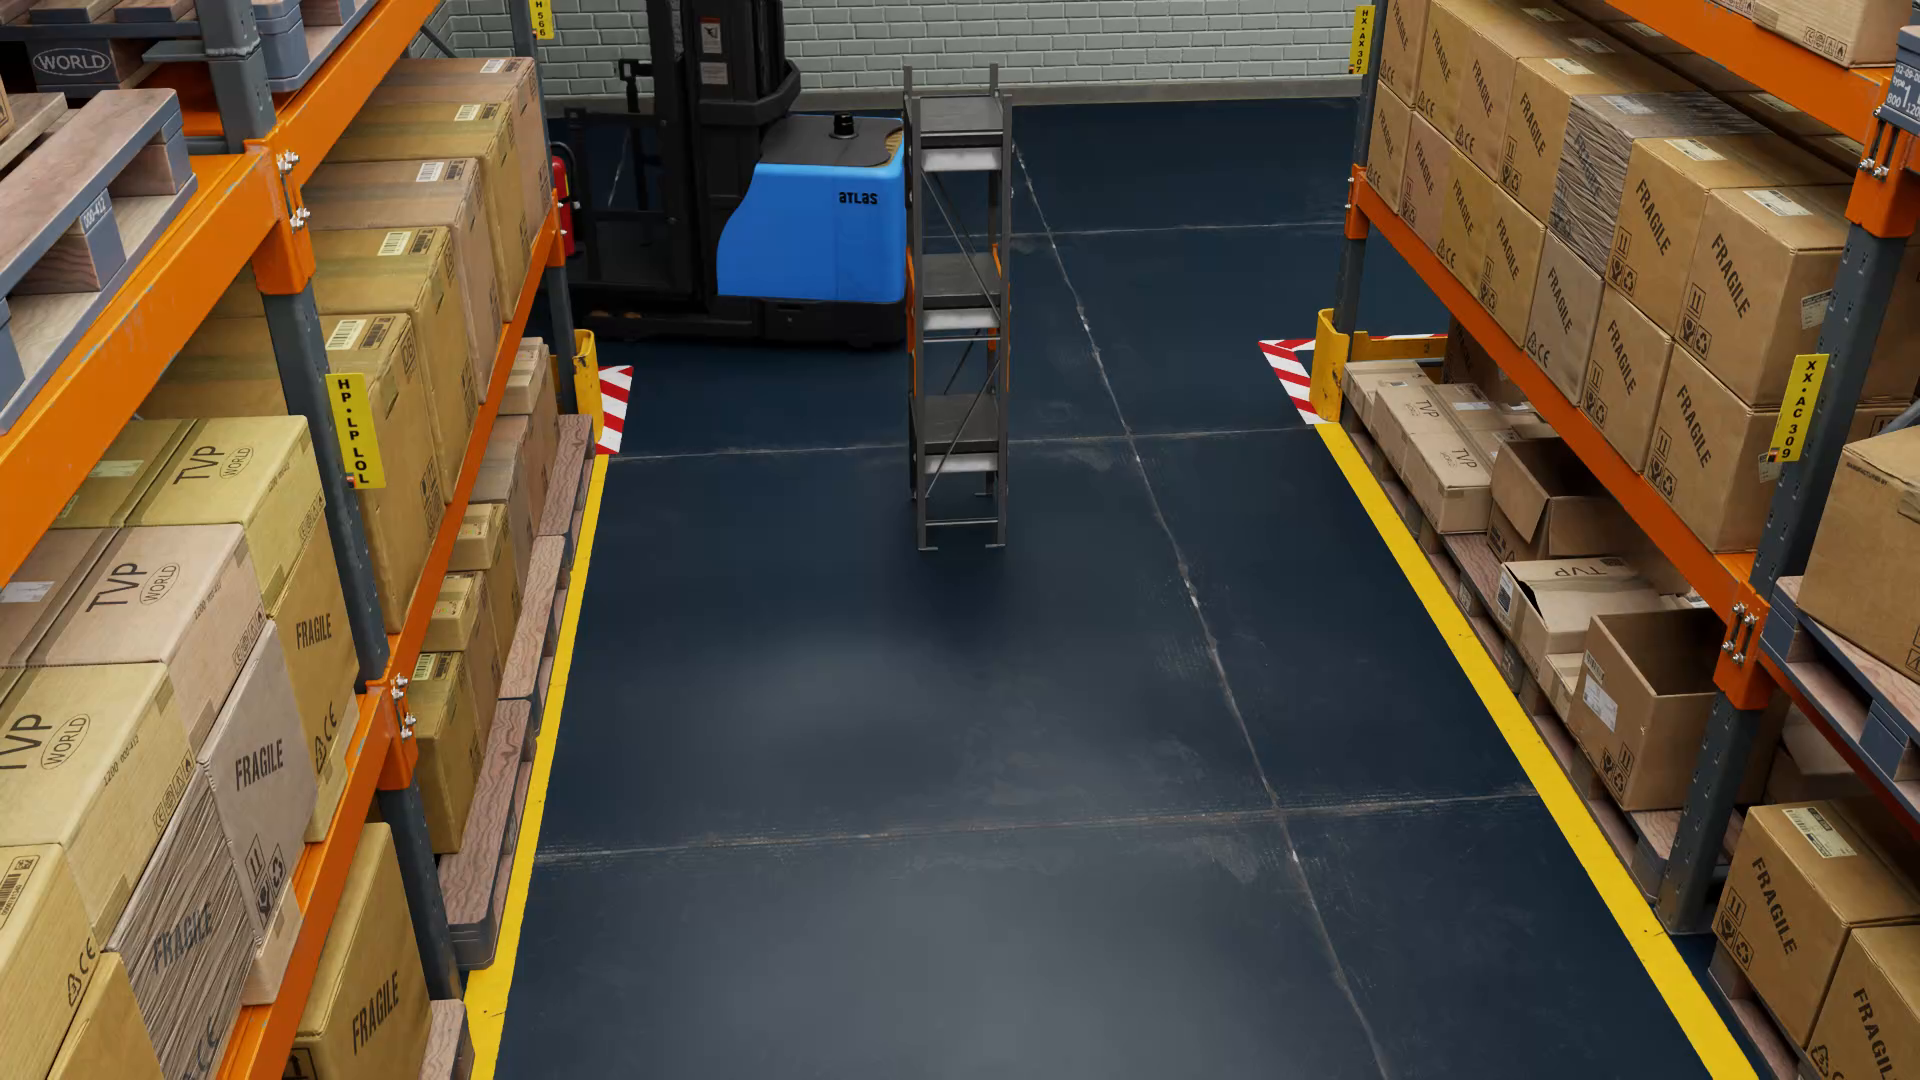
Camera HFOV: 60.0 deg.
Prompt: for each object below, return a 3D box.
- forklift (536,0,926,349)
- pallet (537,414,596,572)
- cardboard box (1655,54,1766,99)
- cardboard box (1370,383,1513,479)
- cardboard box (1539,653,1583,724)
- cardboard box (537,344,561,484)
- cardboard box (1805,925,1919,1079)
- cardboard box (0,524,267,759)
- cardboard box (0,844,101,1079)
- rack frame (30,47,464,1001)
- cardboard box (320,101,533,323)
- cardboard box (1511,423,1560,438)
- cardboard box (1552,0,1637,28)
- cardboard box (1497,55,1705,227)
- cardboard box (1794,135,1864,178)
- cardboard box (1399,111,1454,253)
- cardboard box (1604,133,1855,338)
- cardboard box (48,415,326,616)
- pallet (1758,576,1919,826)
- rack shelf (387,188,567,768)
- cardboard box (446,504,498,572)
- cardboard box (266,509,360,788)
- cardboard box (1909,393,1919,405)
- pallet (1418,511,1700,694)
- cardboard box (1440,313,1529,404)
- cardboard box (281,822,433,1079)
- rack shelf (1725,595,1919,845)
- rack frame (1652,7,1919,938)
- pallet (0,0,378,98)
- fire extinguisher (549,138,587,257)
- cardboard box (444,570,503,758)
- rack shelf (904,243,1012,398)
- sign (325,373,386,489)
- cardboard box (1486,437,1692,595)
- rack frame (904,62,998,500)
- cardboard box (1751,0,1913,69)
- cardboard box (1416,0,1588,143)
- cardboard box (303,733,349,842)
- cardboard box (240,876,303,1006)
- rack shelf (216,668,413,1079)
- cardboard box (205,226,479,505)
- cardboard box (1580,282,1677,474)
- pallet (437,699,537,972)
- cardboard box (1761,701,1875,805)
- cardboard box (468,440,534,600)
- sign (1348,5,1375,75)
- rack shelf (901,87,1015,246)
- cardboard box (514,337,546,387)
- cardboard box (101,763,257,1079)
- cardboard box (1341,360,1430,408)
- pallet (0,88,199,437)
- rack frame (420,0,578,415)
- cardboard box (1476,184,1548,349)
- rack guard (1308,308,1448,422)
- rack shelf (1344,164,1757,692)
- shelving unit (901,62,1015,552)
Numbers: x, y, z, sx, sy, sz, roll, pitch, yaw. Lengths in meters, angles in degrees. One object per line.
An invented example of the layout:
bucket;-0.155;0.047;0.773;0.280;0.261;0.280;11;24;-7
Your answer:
forklift;-1.766;-2.678;9.375;3.031;2.935;1.130;4;31;6
pallet;-2.301;-0.221;7.914;1.003;0.211;1.213;-3;31;-5
cardboard box;2.943;-1.535;6.323;0.500;0.500;0.500;-2;31;-3
cardboard box;2.293;-0.524;7.954;0.500;0.250;0.500;-3;31;-5
cardboard box;2.421;0.549;6.256;0.380;0.149;0.250;-3;31;-5
cardboard box;-2.288;-0.577;7.819;0.700;0.500;0.500;-3;31;-5
cardboard box;2.715;1.395;4.498;0.500;0.500;0.500;-2;31;-4
cardboard box;-1.743;0.206;3.341;0.500;0.250;0.500;-2;31;-4
cardboard box;-1.647;0.727;2.470;0.500;0.250;0.500;-3;31;-6
rack frame;-2.080;0.220;4.457;1.000;3.000;0.127;-3;31;-5
cardboard box;-2.317;-1.321;6.743;0.980;0.700;0.700;-3;31;-5
cardboard box;2.833;-0.318;7.610;0.500;0.250;0.500;-3;31;-5
cardboard box;2.842;-2.062;7.205;0.500;0.500;0.500;-2;31;-3
cardboard box;2.404;-1.513;6.286;0.500;0.500;0.500;-3;31;-5
cardboard box;3.039;-1.009;5.442;0.500;0.500;0.500;-4;31;-6
cardboard box;2.311;-1.602;7.410;0.500;0.500;0.500;-3;31;-5
cardboard box;2.496;-0.999;5.425;0.500;0.500;0.500;-3;31;-6
cardboard box;-1.781;-0.055;3.779;0.500;0.250;0.500;-2;31;-3
pallet;2.818;0.476;4.215;1.003;0.211;1.213;-3;31;-5
rack shelf;-2.267;-0.493;6.351;1.077;0.370;4.000;-3;31;-5
cardboard box;-1.947;-0.003;6.225;0.380;0.149;0.250;-4;31;-6
cardboard box;-1.786;0.264;3.976;0.500;0.500;0.500;-3;31;-5
cardboard box;3.076;-0.336;5.290;0.500;0.500;0.500;-2;31;-3
pallet;2.672;0.203;7.205;1.003;0.211;1.213;-3;31;-5
cardboard box;2.774;-0.912;8.360;0.500;0.500;0.500;-3;31;-5
cardboard box;-1.890;1.288;4.356;0.750;0.750;0.750;-2;31;-4
rack shelf;3.039;1.310;3.333;1.077;0.370;4.000;-3;31;-5
rack frame;2.852;-0.020;4.858;1.000;3.000;0.127;-3;31;-5
pallet;-2.146;-1.448;4.411;1.003;0.211;1.213;-3;31;-5
fire extinguisher;-2.008;-1.728;8.158;0.296;0.674;0.183;-3;31;-5
cardboard box;-2.091;0.469;6.068;0.700;0.500;0.500;-3;31;-5
rack shelf;-0.015;-0.974;7.360;0.431;0.518;0.480;-3;31;-5
sign;-1.540;-0.274;4.232;0.100;0.325;0.005;-3;31;-5
cardboard box;2.671;-0.096;6.991;0.797;0.503;0.637;-3;31;-5
rack frame;-0.038;-1.111;7.562;0.400;2.100;0.015;-3;31;-5
cardboard box;2.542;-1.479;4.521;0.500;0.250;0.500;-3;31;-5
cardboard box;2.314;-2.028;7.148;0.500;0.500;0.500;-2;31;-4
cardboard box;-1.719;0.606;4.036;0.380;0.149;0.250;-2;31;-4
cardboard box;-1.657;0.872;3.590;0.380;0.149;0.250;-3;31;-5
rack shelf;-1.893;1.550;2.932;1.077;0.370;4.000;-3;31;-5
cardboard box;-2.177;-0.560;5.470;0.980;0.700;0.700;-4;31;-6
cardboard box;2.500;-0.569;5.679;0.500;0.500;0.500;-2;31;-3
pallet;-2.073;1.025;5.829;1.003;0.211;1.213;-3;31;-5
cardboard box;3.028;0.721;5.811;0.500;0.311;0.500;-3;31;-5
cardboard box;-2.194;-0.065;6.962;0.700;0.500;0.500;-4;31;-6
sign;1.938;-2.407;8.011;0.100;0.325;0.005;-3;31;-5
rack shelf;-0.015;-1.575;7.001;0.431;0.518;0.480;-3;31;-5
cardboard box;-2.095;-0.799;7.558;0.380;0.149;0.250;-3;31;-5
cardboard box;-1.690;0.781;3.111;0.500;0.500;0.500;-3;31;-4
cardboard box;2.175;-0.797;8.510;0.380;0.149;0.250;-3;31;-5
pallet;-1.945;-0.520;2.957;0.805;0.209;1.217;-4;31;-7
rack frame;-2.453;-1.823;7.876;1.000;3.000;0.127;-3;31;-5
cardboard box;2.400;-1.091;6.554;0.500;0.500;0.500;-2;31;-4
rack guard;2.485;-0.950;8.853;1.175;0.500;0.348;-3;31;-5
rack shelf;2.665;-0.732;6.752;1.077;0.370;4.000;-3;31;-5
shelving unit;-0.015;-0.986;7.353;0.431;2.100;0.503;-3;31;-5
